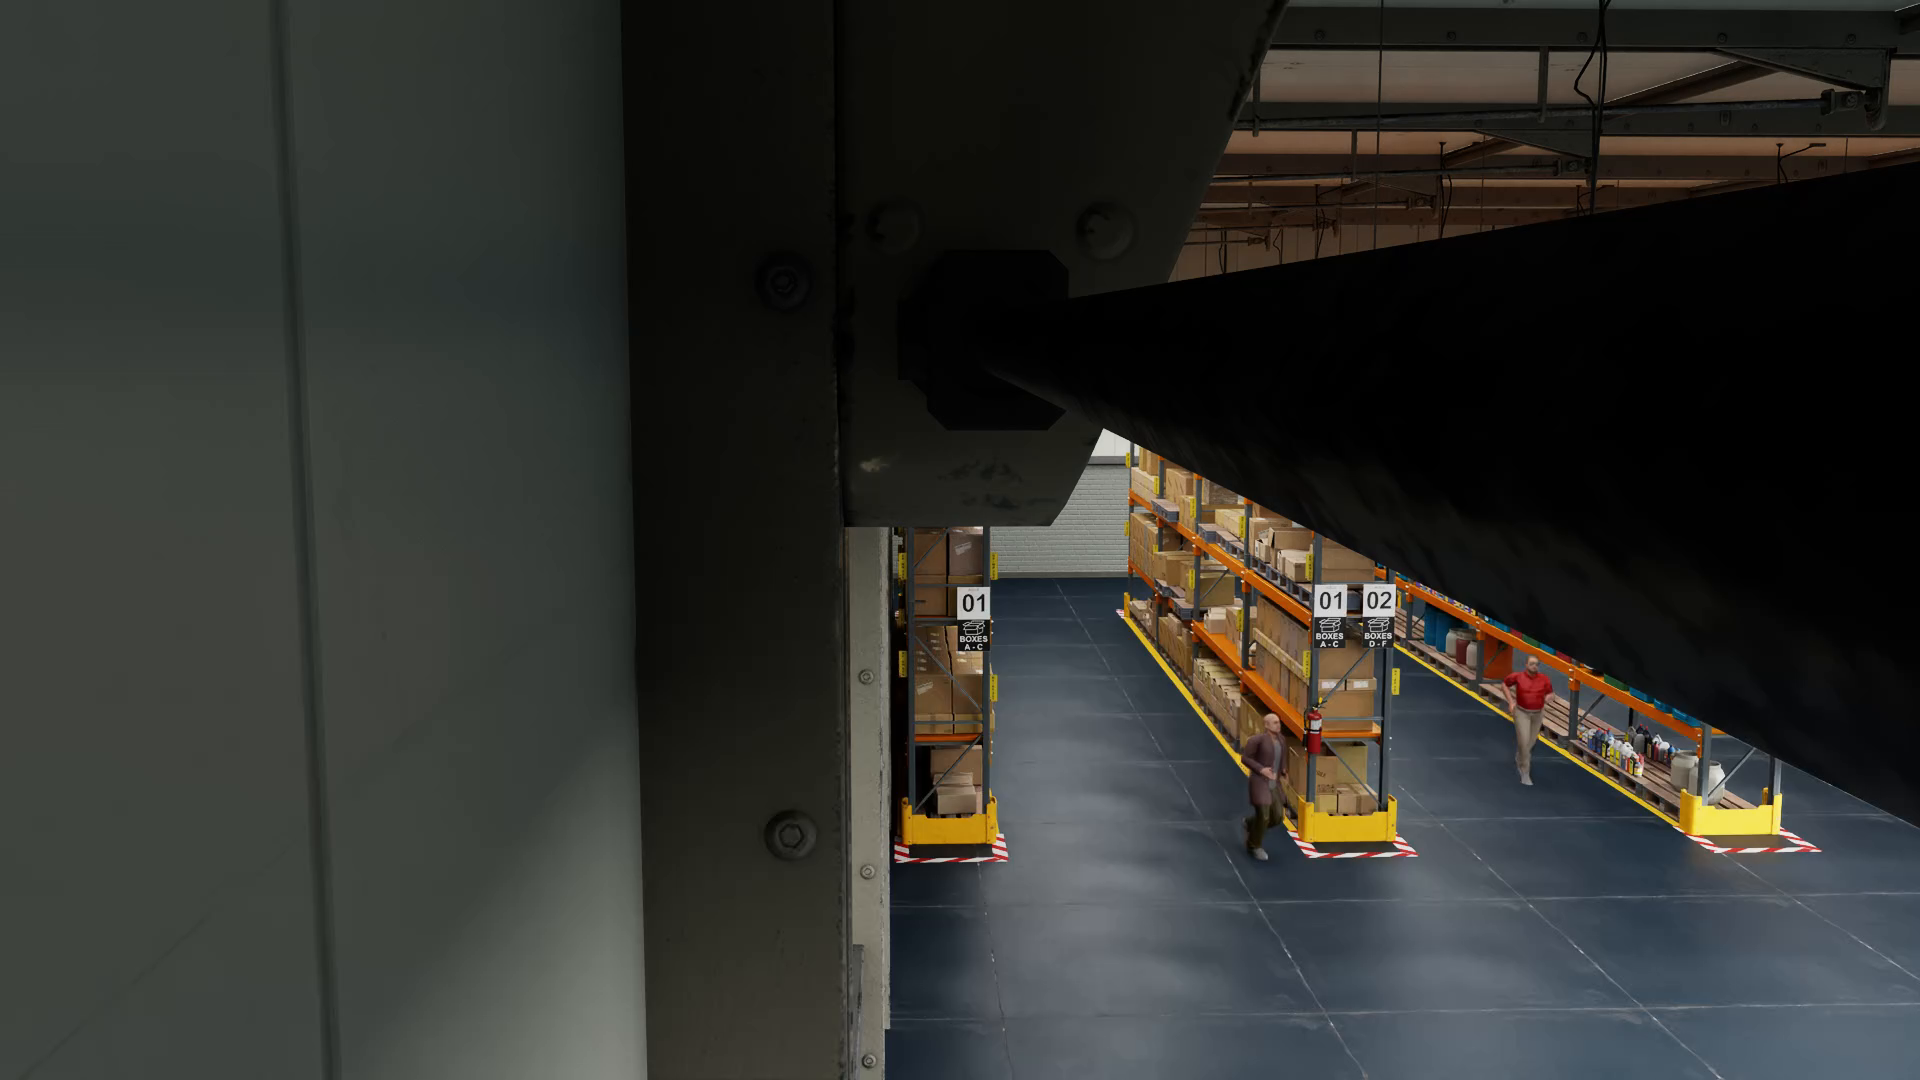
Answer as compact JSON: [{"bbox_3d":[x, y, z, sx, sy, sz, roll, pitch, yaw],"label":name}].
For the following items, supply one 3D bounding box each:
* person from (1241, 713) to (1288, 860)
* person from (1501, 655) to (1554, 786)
[{"bbox_3d":[3.692,2.936,19.995,0.737,1.728,0.688,-4,8,-30],"label":"person"},{"bbox_3d":[7.980,2.501,23.334,0.648,1.793,0.831,-1,7,-4],"label":"person"}]
